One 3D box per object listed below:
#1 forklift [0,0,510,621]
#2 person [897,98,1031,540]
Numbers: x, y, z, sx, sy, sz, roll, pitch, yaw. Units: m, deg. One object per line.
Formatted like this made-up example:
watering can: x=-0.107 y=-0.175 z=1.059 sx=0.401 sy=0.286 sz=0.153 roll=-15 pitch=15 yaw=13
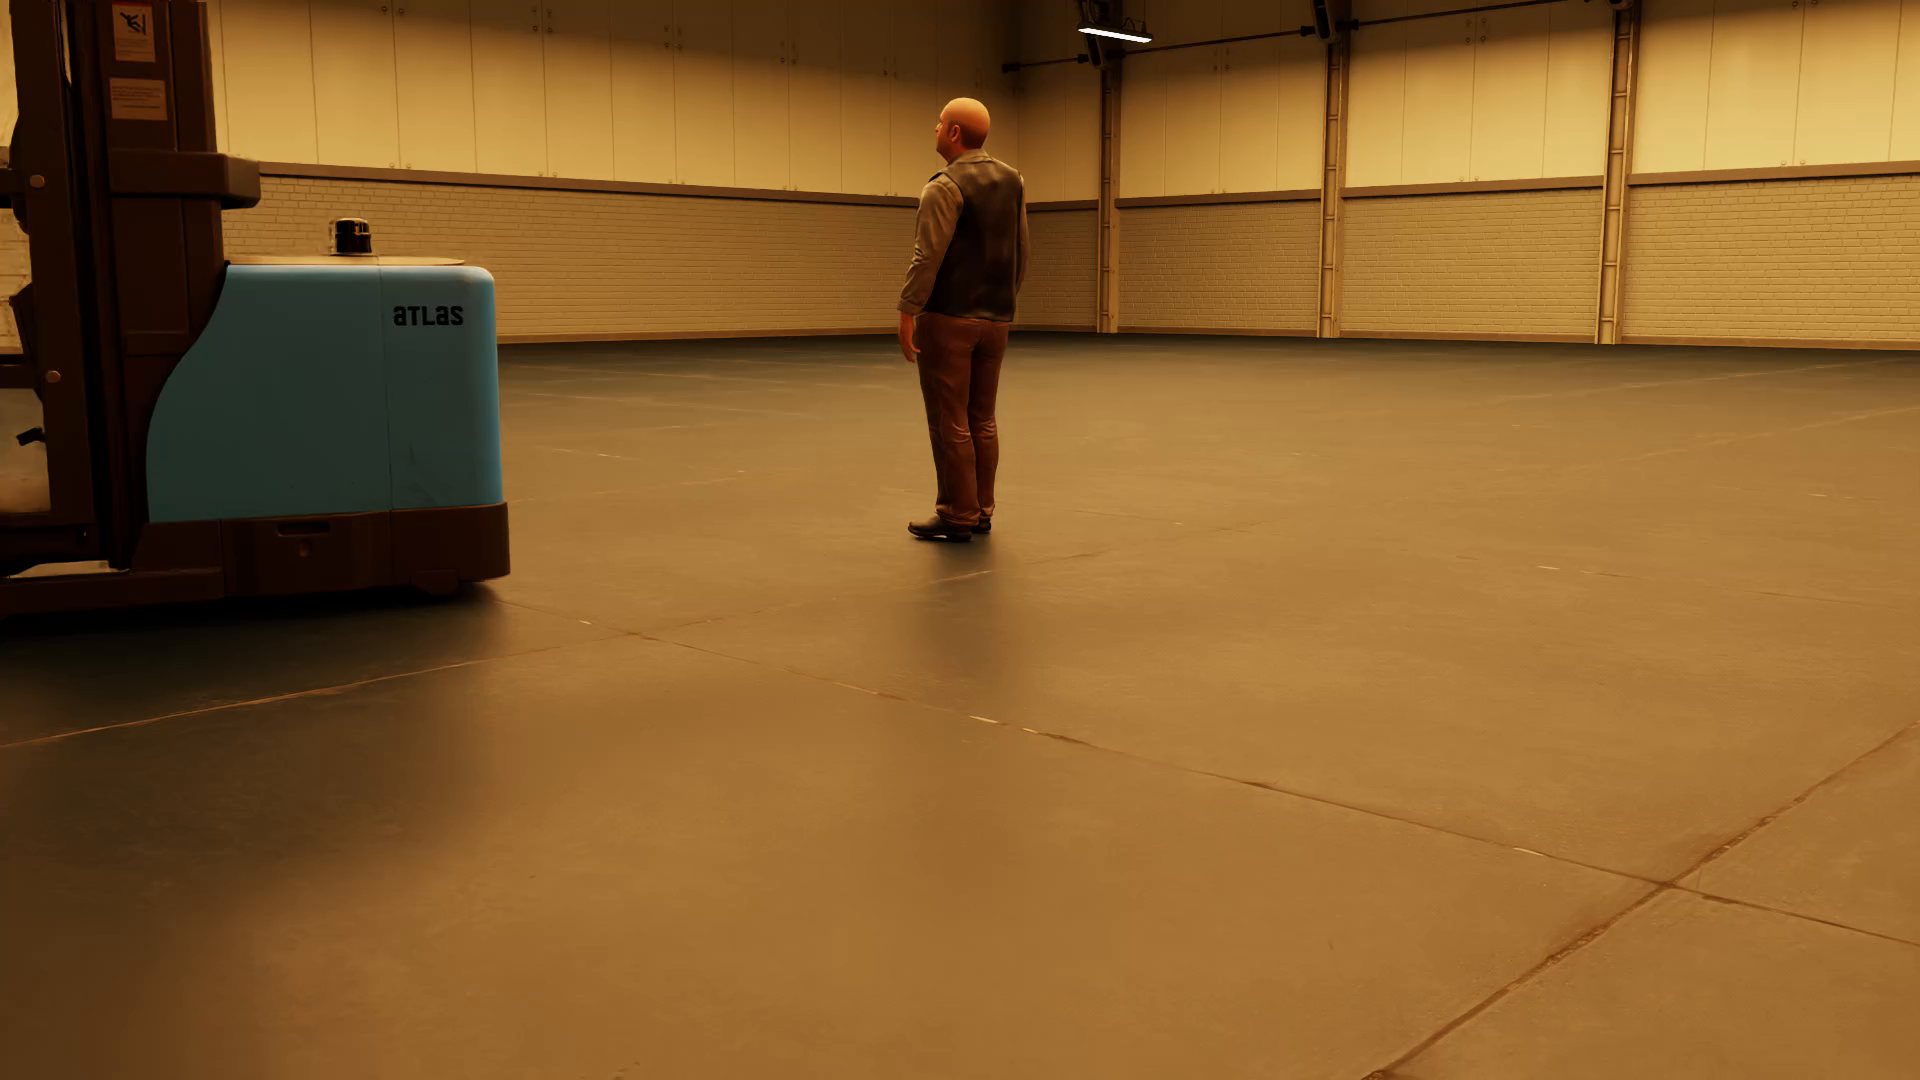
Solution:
forklift: x=-3.046 y=-1.233 z=5.061 sx=3.031 sy=2.935 sz=1.130 roll=-4 pitch=9 yaw=-25
person: x=-0.039 y=-0.865 z=6.637 sx=0.568 sy=1.720 sz=0.632 roll=8 pitch=12 yaw=43
